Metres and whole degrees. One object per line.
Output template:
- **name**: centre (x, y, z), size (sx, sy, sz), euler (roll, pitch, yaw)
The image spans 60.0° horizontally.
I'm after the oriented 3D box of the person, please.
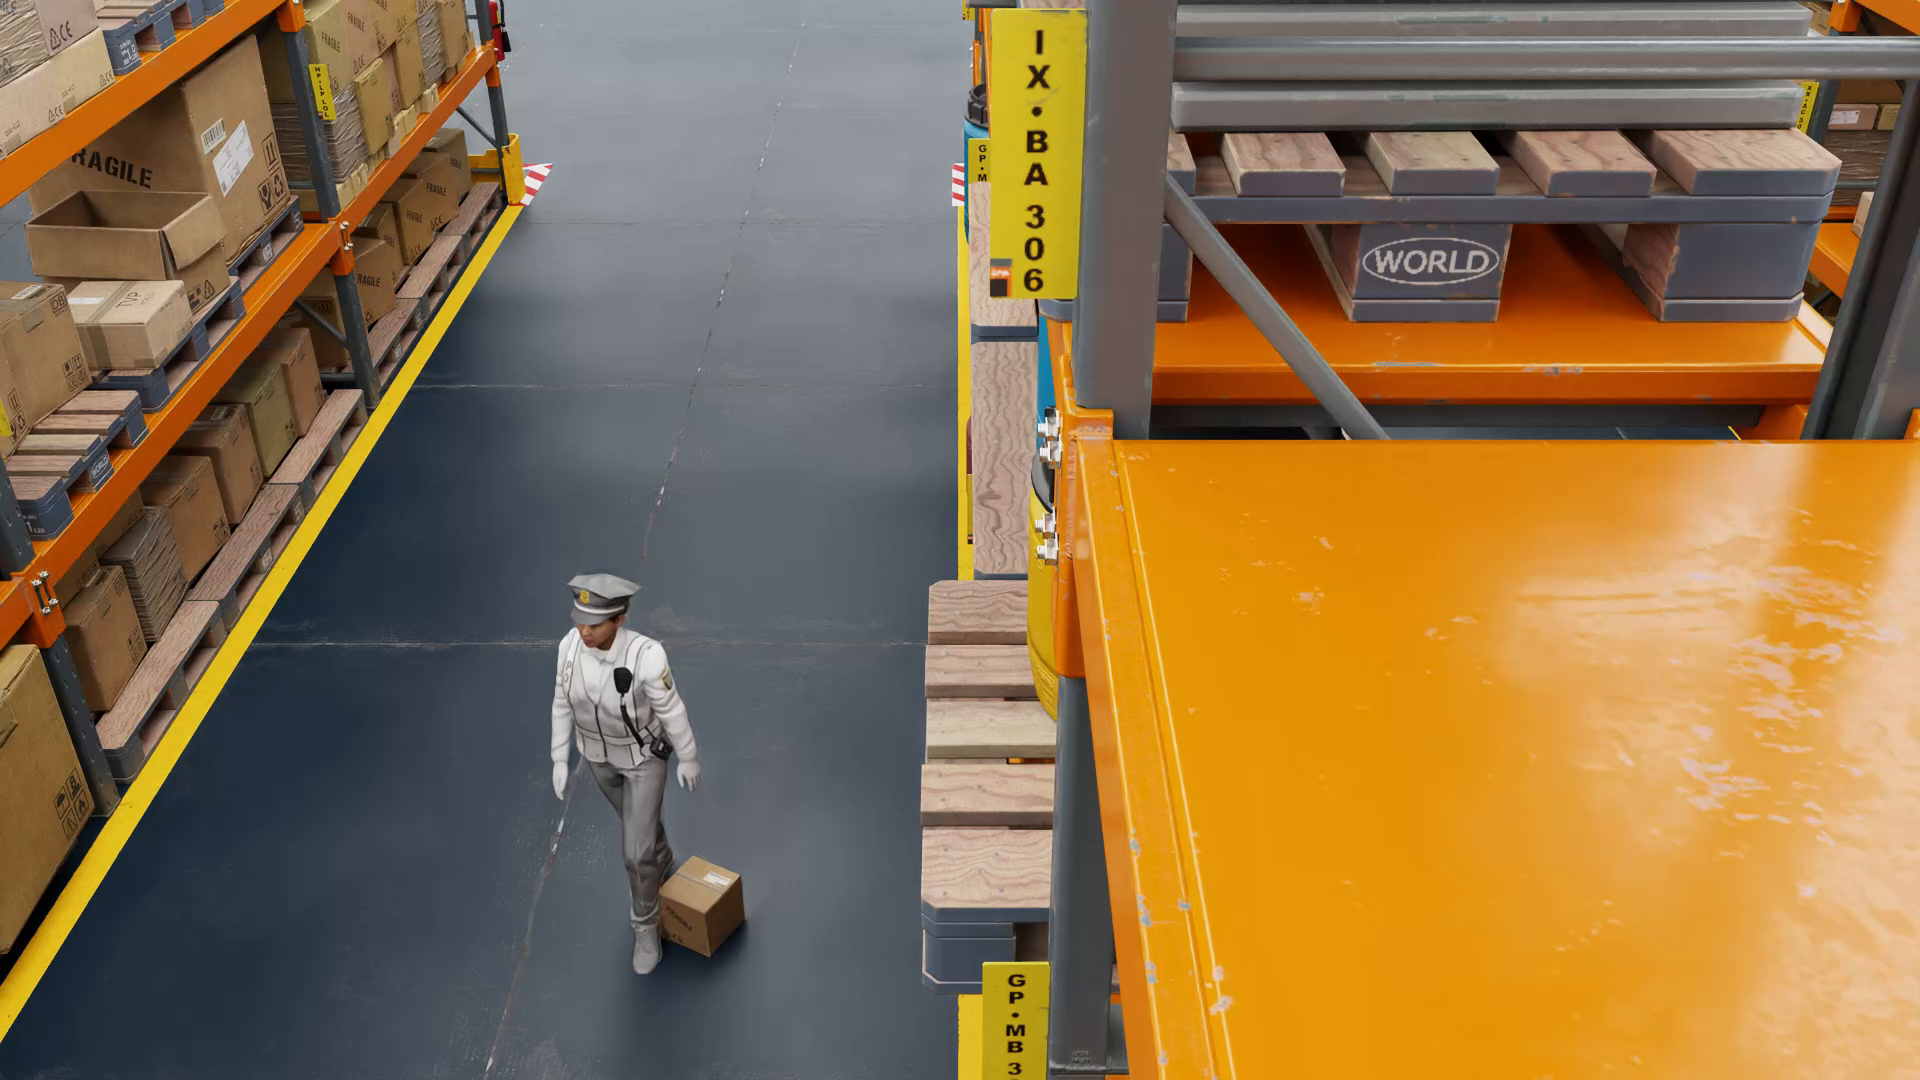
- **person**: centre (-1.311, 0.868, 6.534), size (0.554, 1.735, 0.621), euler (11, 33, 17)
